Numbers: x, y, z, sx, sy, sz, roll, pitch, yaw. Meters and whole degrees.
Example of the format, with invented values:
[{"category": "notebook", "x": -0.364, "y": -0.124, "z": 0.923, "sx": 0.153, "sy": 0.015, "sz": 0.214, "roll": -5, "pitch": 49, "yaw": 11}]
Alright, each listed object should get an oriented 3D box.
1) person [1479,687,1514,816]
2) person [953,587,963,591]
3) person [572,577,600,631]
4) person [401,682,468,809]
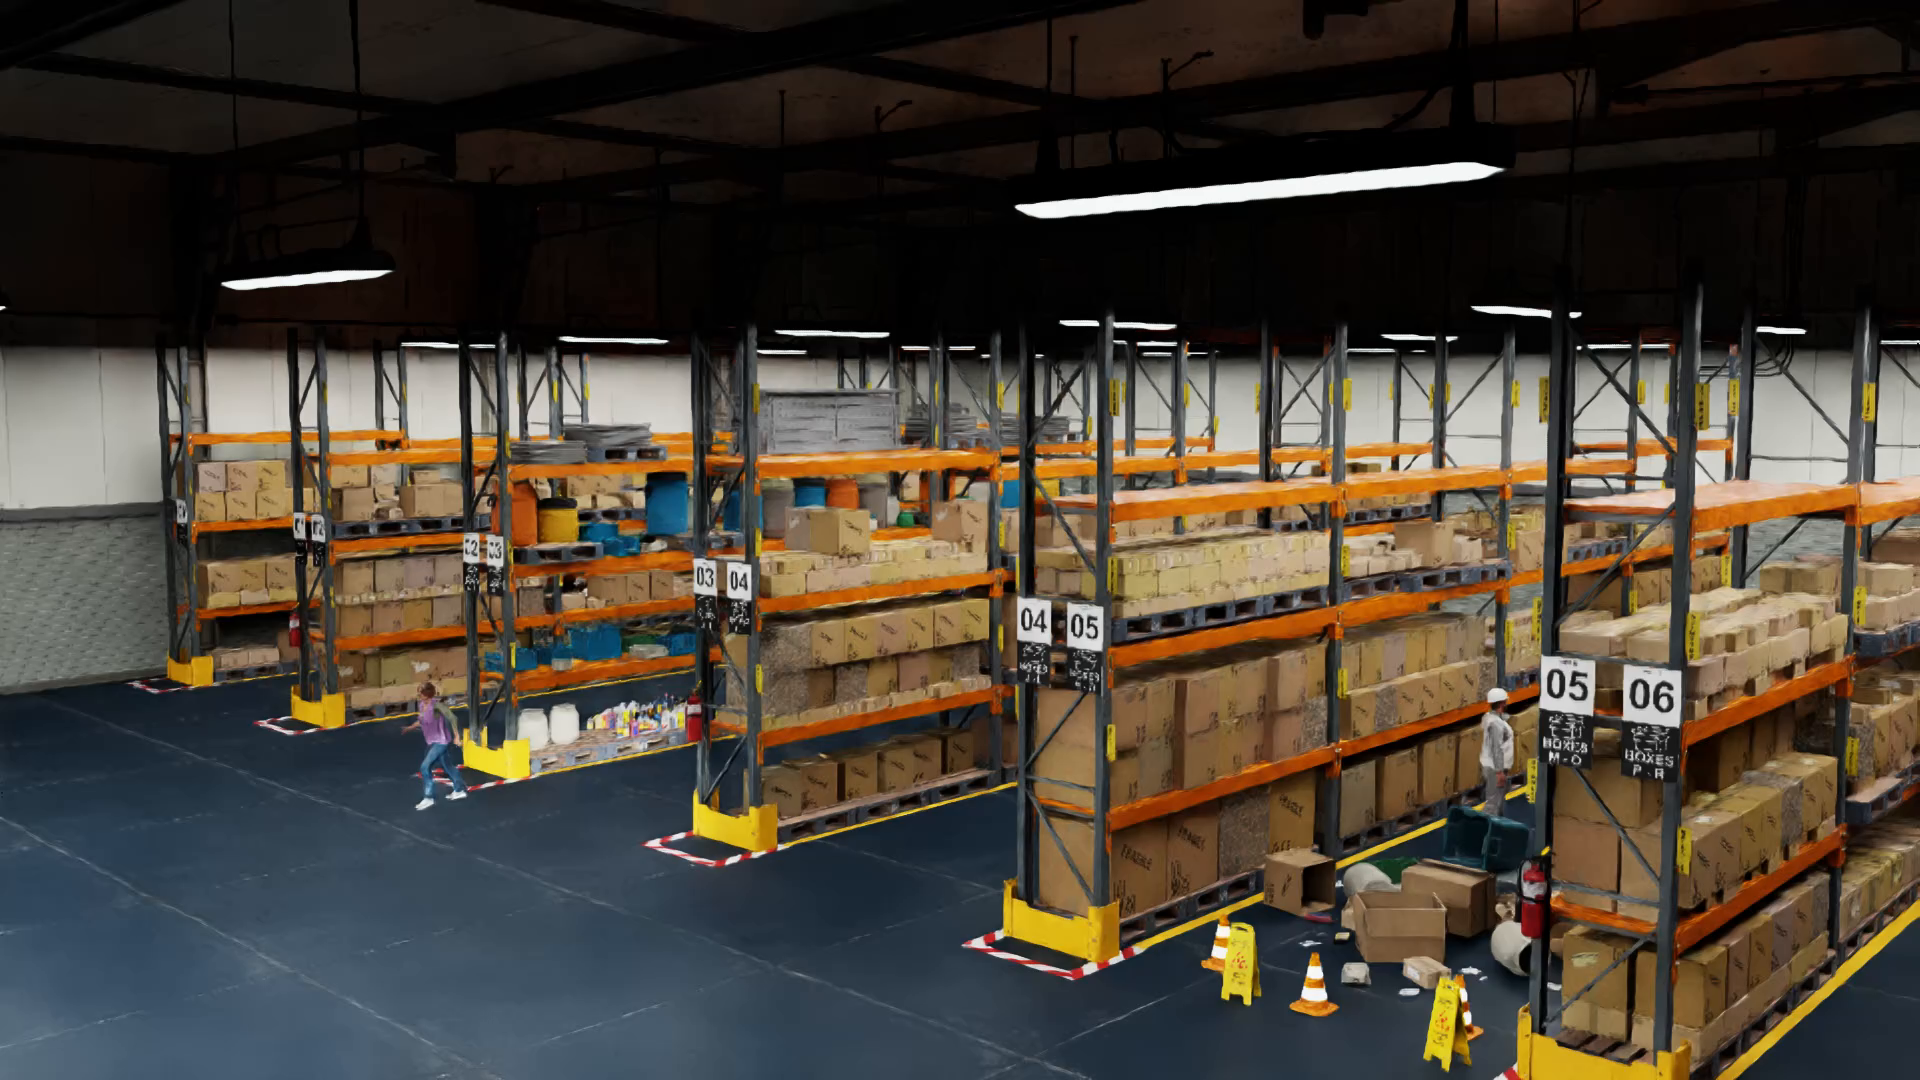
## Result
[{"category": "person", "x": 6.028, "y": 2.527, "z": 18.553, "sx": 0.450, "sy": 1.776, "sz": 0.584, "roll": 1, "pitch": 6, "yaw": 13}, {"category": "person", "x": -0.104, "y": 0.694, "z": 39.190, "sx": 0.592, "sy": 1.604, "sz": 0.513, "roll": 5, "pitch": 7, "yaw": 41}, {"category": "person", "x": -6.933, "y": 1.475, "z": 30.849, "sx": 0.625, "sy": 1.611, "sz": 0.582, "roll": 5, "pitch": 7, "yaw": 41}, {"category": "person", "x": -6.432, "y": 2.484, "z": 20.447, "sx": 0.815, "sy": 1.530, "sz": 0.562, "roll": -5, "pitch": 7, "yaw": -41}]
